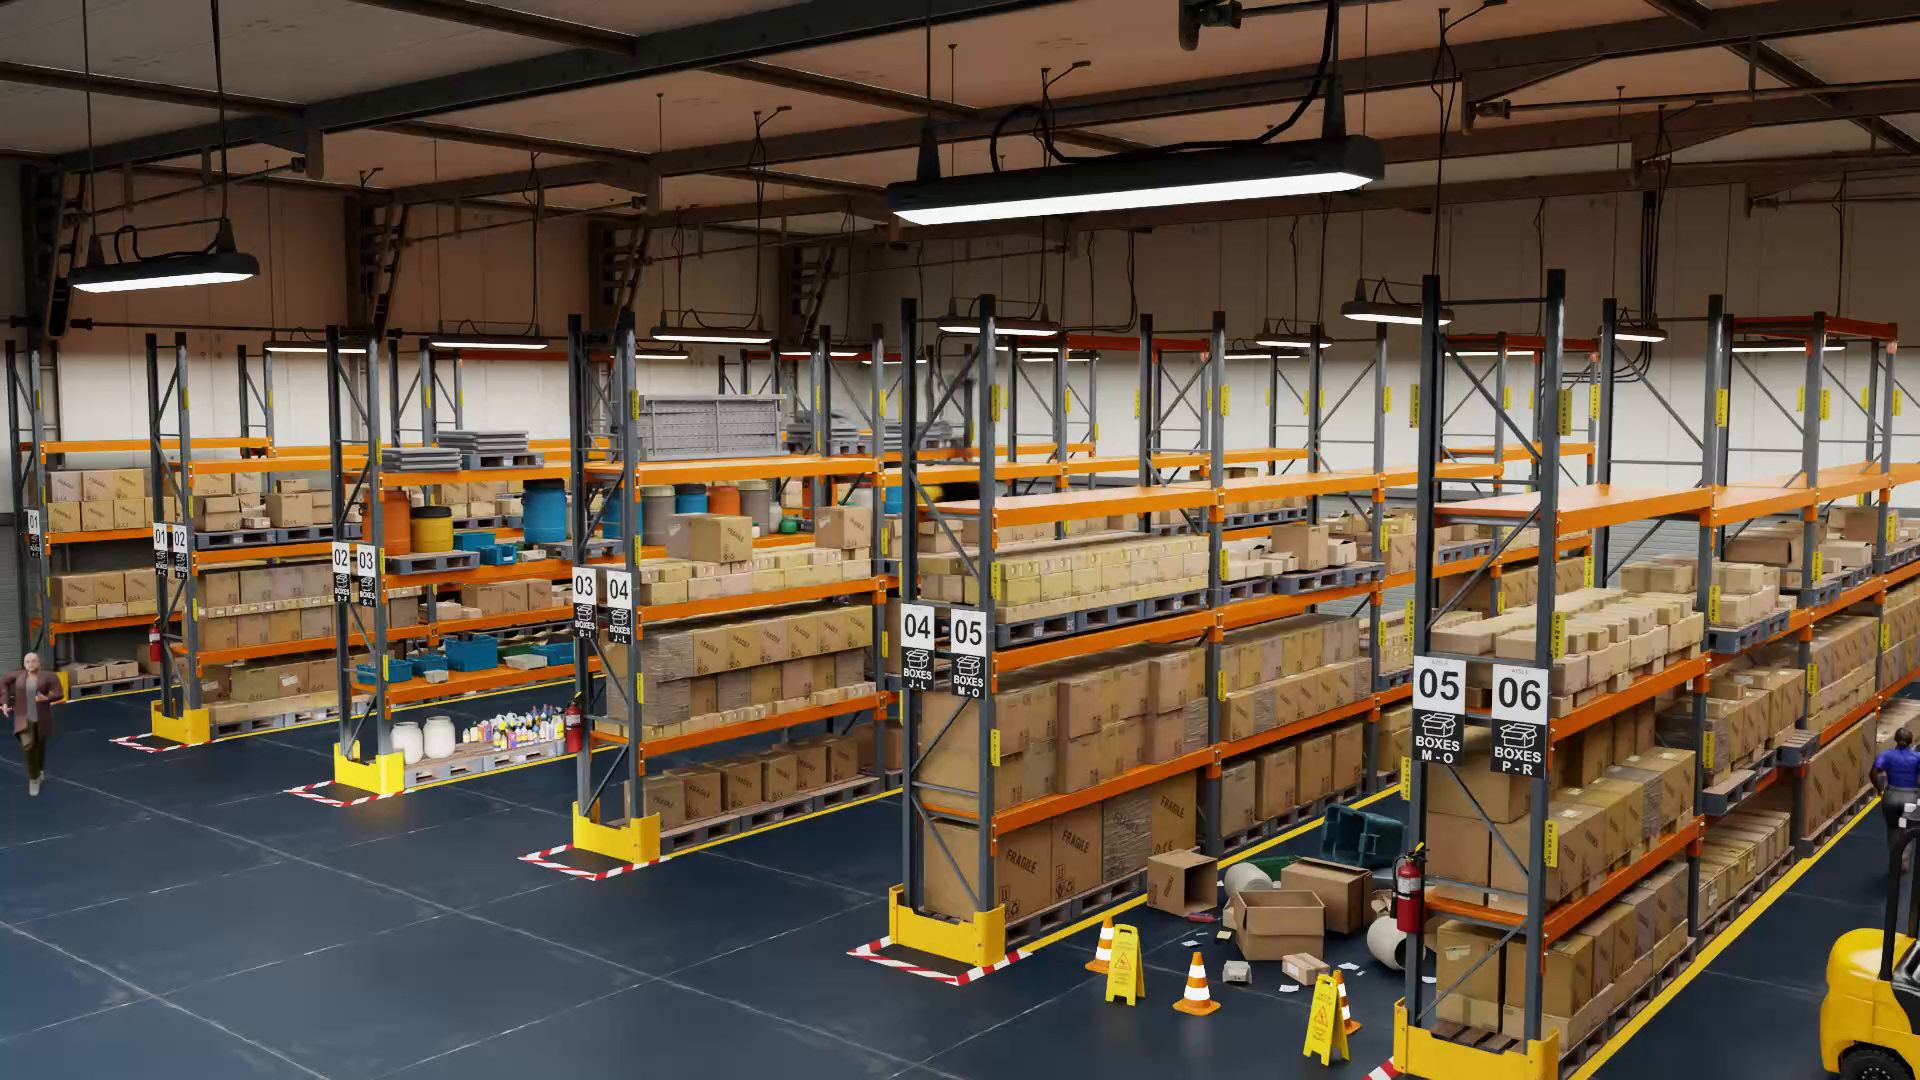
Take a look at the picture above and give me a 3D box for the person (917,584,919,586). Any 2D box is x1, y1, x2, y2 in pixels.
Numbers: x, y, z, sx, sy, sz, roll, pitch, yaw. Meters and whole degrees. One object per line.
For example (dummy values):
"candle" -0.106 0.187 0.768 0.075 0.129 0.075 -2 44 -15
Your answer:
"person" -0.929 0.944 37.885 0.600 1.644 0.508 -3 6 -31

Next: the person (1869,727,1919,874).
"person" 9.928 2.800 17.567 0.587 1.655 0.755 3 6 31

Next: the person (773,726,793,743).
"person" -2.612 2.301 23.595 0.645 1.496 0.814 2 5 19

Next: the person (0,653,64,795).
"person" -12.028 2.351 21.586 0.738 1.830 0.939 -3 6 -26
